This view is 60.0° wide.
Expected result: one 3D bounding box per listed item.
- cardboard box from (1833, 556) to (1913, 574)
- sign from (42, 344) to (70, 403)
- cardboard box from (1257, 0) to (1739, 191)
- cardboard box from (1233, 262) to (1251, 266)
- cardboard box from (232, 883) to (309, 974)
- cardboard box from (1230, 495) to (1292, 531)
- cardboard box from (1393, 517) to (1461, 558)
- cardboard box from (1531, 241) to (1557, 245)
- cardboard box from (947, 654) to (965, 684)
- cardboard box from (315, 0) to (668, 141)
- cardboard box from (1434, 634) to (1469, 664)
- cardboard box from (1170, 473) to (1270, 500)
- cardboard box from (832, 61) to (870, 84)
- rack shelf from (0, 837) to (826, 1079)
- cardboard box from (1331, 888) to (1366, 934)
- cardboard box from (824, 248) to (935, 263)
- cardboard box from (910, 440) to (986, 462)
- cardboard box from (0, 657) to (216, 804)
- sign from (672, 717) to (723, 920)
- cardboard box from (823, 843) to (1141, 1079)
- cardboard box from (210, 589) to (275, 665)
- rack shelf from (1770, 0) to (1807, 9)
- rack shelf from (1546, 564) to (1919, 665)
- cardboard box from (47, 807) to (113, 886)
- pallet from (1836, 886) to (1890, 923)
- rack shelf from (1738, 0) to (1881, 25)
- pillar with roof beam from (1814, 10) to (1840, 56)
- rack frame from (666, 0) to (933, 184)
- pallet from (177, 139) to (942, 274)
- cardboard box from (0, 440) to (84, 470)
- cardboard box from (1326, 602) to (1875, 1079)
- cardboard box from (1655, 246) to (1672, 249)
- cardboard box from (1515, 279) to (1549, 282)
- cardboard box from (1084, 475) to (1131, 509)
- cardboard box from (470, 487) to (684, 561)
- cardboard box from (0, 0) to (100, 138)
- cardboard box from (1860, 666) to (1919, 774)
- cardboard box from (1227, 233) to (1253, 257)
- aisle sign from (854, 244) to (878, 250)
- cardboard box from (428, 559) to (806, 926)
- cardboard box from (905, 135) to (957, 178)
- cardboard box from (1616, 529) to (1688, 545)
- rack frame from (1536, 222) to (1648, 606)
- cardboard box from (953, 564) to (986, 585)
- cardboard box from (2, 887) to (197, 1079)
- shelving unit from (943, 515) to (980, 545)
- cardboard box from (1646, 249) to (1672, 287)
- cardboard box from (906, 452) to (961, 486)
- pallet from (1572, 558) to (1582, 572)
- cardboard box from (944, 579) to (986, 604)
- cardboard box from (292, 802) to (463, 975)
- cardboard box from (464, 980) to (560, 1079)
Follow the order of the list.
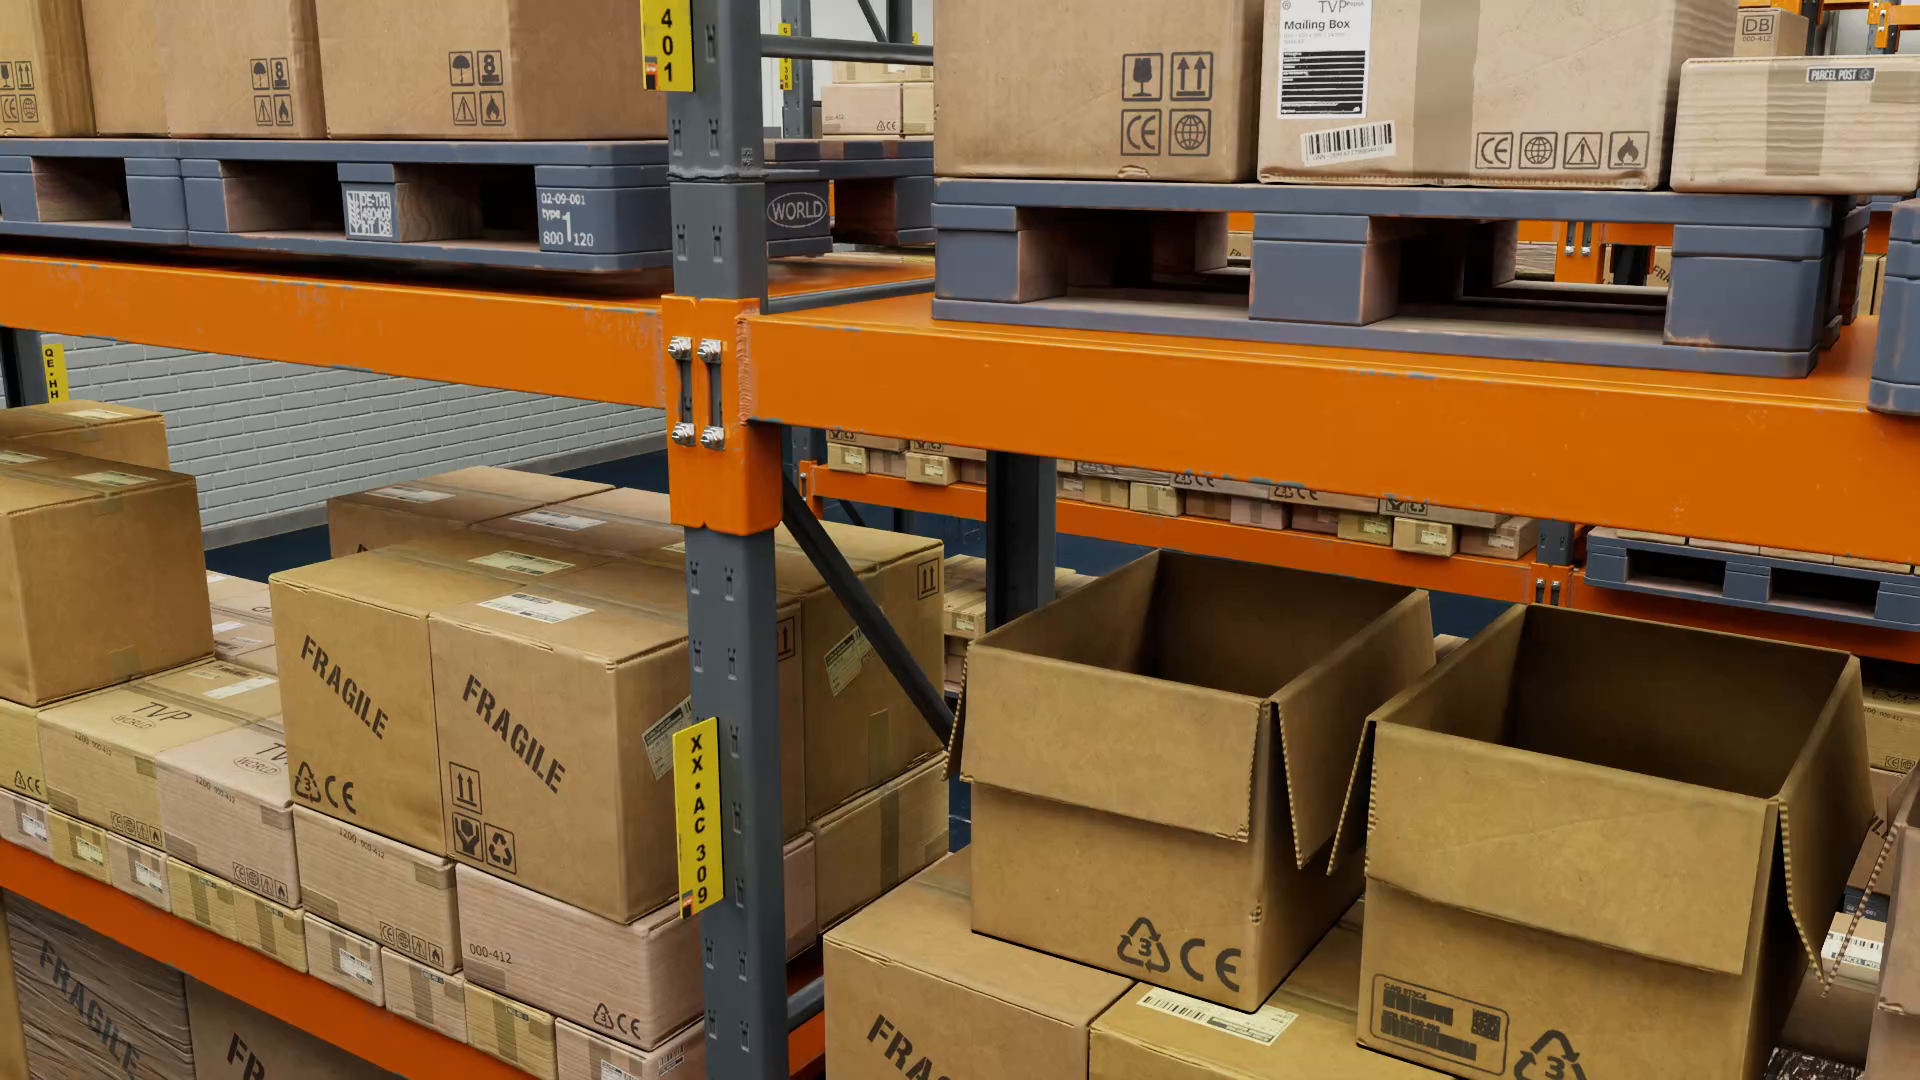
[{"bbox_3d":[3.444,0.000,6.229,0.250,0.149,0.380,9,17,33],"label":"cardboard box"},{"bbox_3d":[-3.129,-0.511,5.743,0.005,0.325,0.100,9,17,33],"label":"sign"},{"bbox_3d":[0.736,-0.643,2.247,0.500,0.311,0.500,9,16,31],"label":"cardboard box"},{"bbox_3d":[1.650,-1.094,8.093,0.500,0.500,0.500,10,17,34],"label":"cardboard box"},{"bbox_3d":[-1.414,0.817,3.802,0.250,0.149,0.380,10,17,34],"label":"cardboard box"},{"bbox_3d":[1.455,-0.167,7.778,0.250,0.149,0.380,8,16,30],"label":"cardboard box"},{"bbox_3d":[2.086,-0.049,7.302,0.250,0.149,0.380,9,16,31],"label":"cardboard box"},{"bbox_3d":[4.166,-2.143,11.599,0.250,0.149,0.380,9,17,32],"label":"cardboard box"},{"bbox_3d":[0.138,0.662,8.966,0.250,0.149,0.380,9,17,33],"label":"cardboard box"},{"bbox_3d":[-0.807,-1.041,3.254,0.500,0.500,0.700,8,16,30],"label":"cardboard box"},{"bbox_3d":[2.362,0.588,8.025,0.250,0.149,0.380,10,17,36],"label":"cardboard box"},{"bbox_3d":[1.327,-0.505,7.793,0.500,0.500,0.500,9,17,33],"label":"cardboard box"},{"bbox_3d":[-0.450,-2.434,8.612,0.250,0.149,0.380,9,17,32],"label":"cardboard box"},{"bbox_3d":[-1.784,0.890,4.484,4.000,0.370,1.077,9,17,33],"label":"rack shelf"},{"bbox_3d":[0.823,0.836,2.995,0.500,0.500,0.500,10,17,35],"label":"cardboard box"},{"bbox_3d":[-0.367,-1.268,8.796,0.500,0.500,0.500,9,17,32],"label":"cardboard box"},{"bbox_3d":[0.085,-0.714,8.638,0.500,0.500,0.500,9,17,33],"label":"cardboard box"},{"bbox_3d":[-2.346,0.455,4.434,0.500,0.250,0.500,9,16,31],"label":"cardboard box"},{"bbox_3d":[-0.433,0.461,2.752,0.005,0.325,0.100,9,17,33],"label":"sign"},{"bbox_3d":[0.118,0.872,2.851,0.500,0.500,0.500,9,17,33],"label":"cardboard box"},{"bbox_3d":[-2.050,0.349,4.863,0.500,0.250,0.500,9,16,31],"label":"cardboard box"},{"bbox_3d":[3.747,-3.804,11.793,4.000,0.370,1.077,9,17,33],"label":"rack shelf"},{"bbox_3d":[4.387,0.451,6.257,4.000,0.370,1.077,9,17,33],"label":"rack shelf"},{"bbox_3d":[-2.056,0.714,4.220,0.250,0.149,0.380,9,16,31],"label":"cardboard box"},{"bbox_3d":[3.375,1.291,7.168,1.213,0.211,1.003,9,17,33],"label":"pallet"},{"bbox_3d":[6.514,-4.987,15.745,4.000,0.370,1.077,9,17,33],"label":"rack shelf"},{"bbox_3d":[5.696,-4.484,12.211,0.400,9.000,9.100,9,17,33],"label":"pillar with roof beam"},{"bbox_3d":[-0.124,-2.103,2.593,0.127,3.000,1.000,9,17,33],"label":"rack frame"},{"bbox_3d":[-0.797,-0.716,3.416,1.213,0.211,1.003,9,17,33],"label":"pallet"},{"bbox_3d":[-2.781,0.022,4.624,0.500,0.500,0.500,9,16,31],"label":"cardboard box"},{"bbox_3d":[0.973,0.452,2.461,0.637,0.503,0.797,9,17,33],"label":"cardboard box"},{"bbox_3d":[4.815,-2.051,11.226,0.250,0.149,0.380,10,17,34],"label":"cardboard box"},{"bbox_3d":[2.187,-0.854,7.123,0.500,0.500,0.500,9,16,31],"label":"cardboard box"},{"bbox_3d":[0.817,-0.273,8.208,0.250,0.149,0.380,10,17,35],"label":"cardboard box"},{"bbox_3d":[-0.783,0.190,3.944,0.500,0.500,0.500,9,17,33],"label":"cardboard box"},{"bbox_3d":[-2.126,-1.266,4.164,0.500,0.500,0.700,8,16,29],"label":"cardboard box"},{"bbox_3d":[3.637,0.702,6.514,0.500,0.250,0.500,10,17,34],"label":"cardboard box"},{"bbox_3d":[2.327,-2.116,12.841,0.500,0.500,0.500,9,16,32],"label":"cardboard box"},{"bbox_3d":[-0.484,-2.035,9.390,0.004,0.787,0.394,9,17,33],"label":"aisle sign"},{"bbox_3d":[-0.655,0.365,3.239,0.500,0.500,0.500,10,17,34],"label":"cardboard box"},{"bbox_3d":[0.073,-1.904,8.341,0.500,0.250,0.500,10,17,35],"label":"cardboard box"},{"bbox_3d":[2.798,-0.104,6.650,0.250,0.149,0.380,8,16,30],"label":"cardboard box"},{"bbox_3d":[2.728,-0.167,7.254,0.127,3.000,1.000,9,17,33],"label":"rack frame"},{"bbox_3d":[0.166,0.254,9.376,0.250,0.149,0.380,10,17,34],"label":"cardboard box"},{"bbox_3d":[-2.113,1.292,4.910,0.875,0.875,0.875,9,17,33],"label":"cardboard box"},{"bbox_3d":[0.012,-0.580,12.671,0.189,1.200,0.258,9,17,33],"label":"shelving unit"},{"bbox_3d":[4.861,-1.709,11.197,0.500,0.500,0.500,9,17,32],"label":"cardboard box"},{"bbox_3d":[-0.078,-0.400,8.718,0.250,0.149,0.380,9,16,31],"label":"cardboard box"},{"bbox_3d":[4.819,0.069,12.106,1.213,0.211,1.003,9,17,33],"label":"pallet"},{"bbox_3d":[-0.050,0.339,9.032,0.250,0.149,0.380,10,17,34],"label":"cardboard box"},{"bbox_3d":[-1.068,0.661,3.602,0.500,0.250,0.500,10,17,34],"label":"cardboard box"},{"bbox_3d":[-0.774,0.921,3.385,0.250,0.149,0.380,10,17,34],"label":"cardboard box"}]
